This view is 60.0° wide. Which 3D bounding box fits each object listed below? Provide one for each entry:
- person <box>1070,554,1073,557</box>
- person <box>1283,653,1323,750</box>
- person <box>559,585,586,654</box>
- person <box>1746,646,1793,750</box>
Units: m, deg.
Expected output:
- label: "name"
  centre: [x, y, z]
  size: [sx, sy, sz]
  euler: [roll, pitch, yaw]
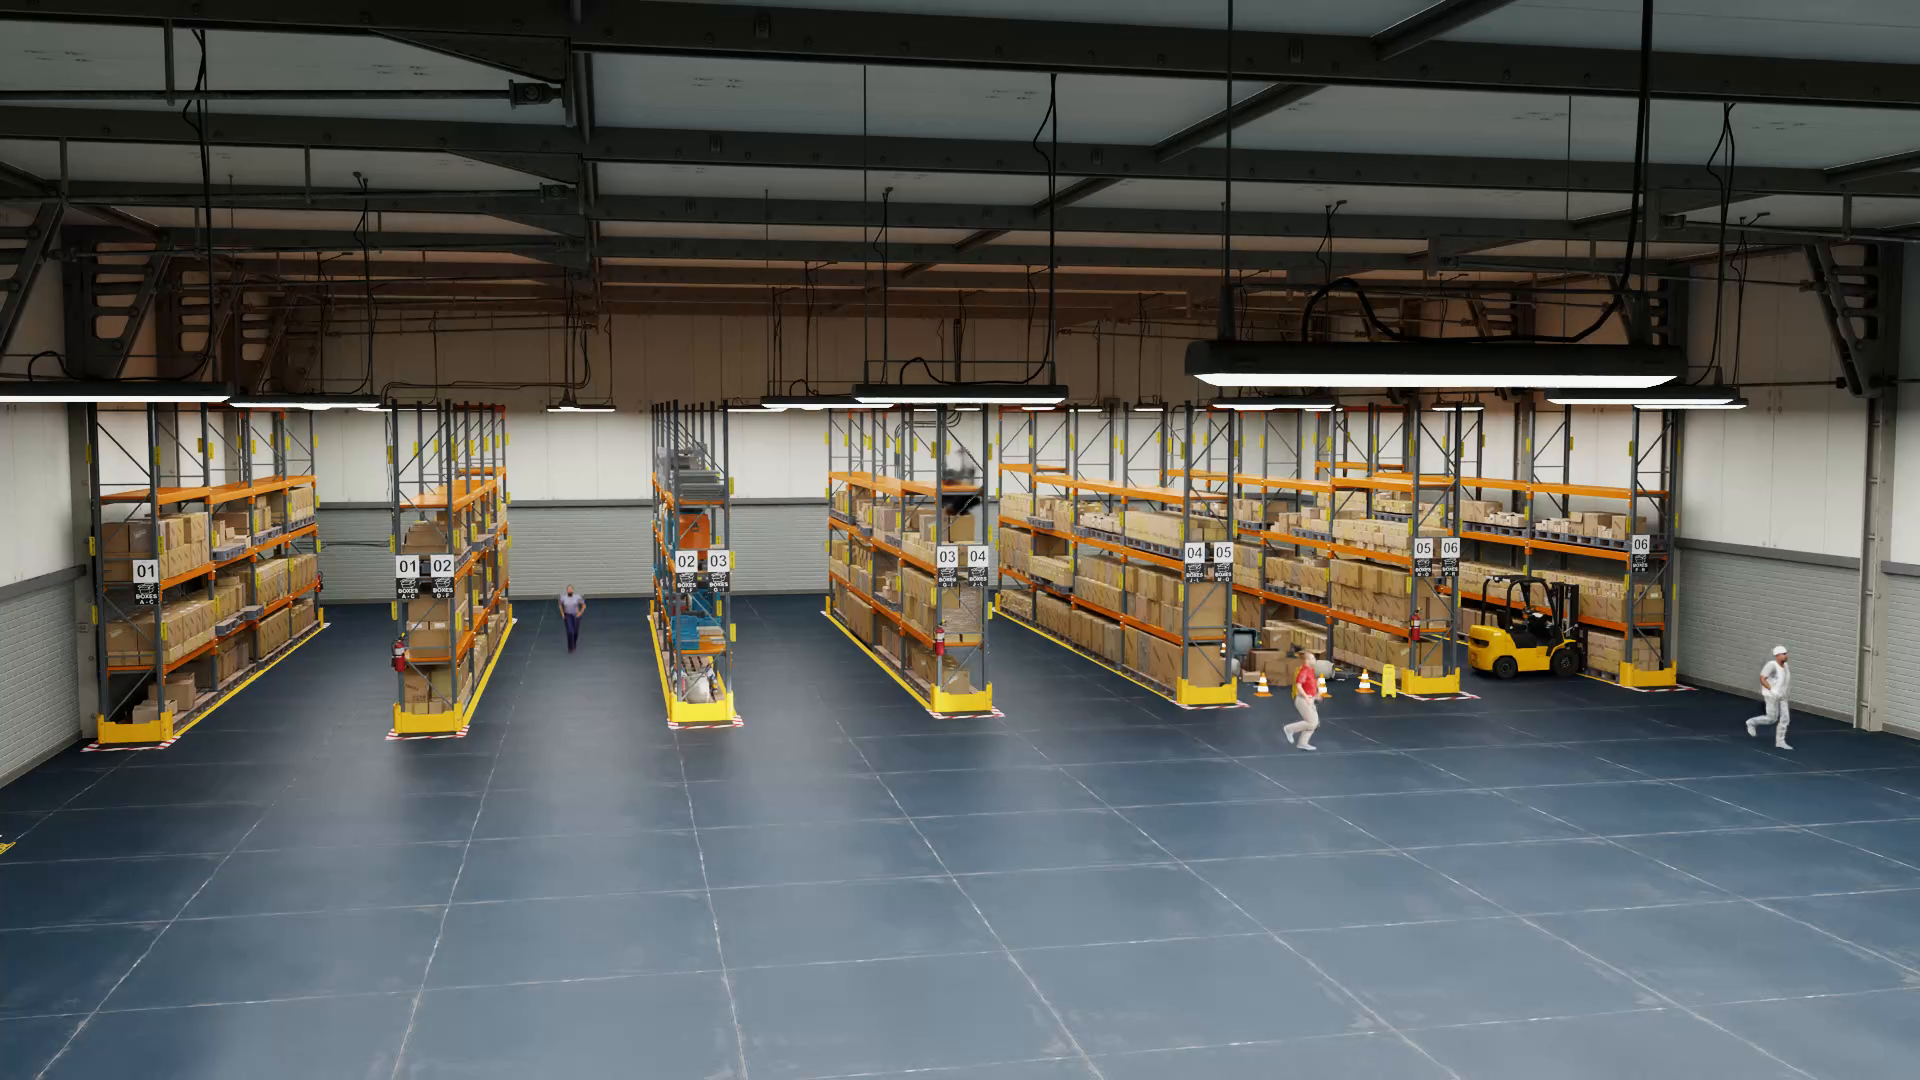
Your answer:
- label: "person"
  centre: [3.229, 1.209, 49.013]
  size: [0.609, 1.647, 0.857]
  euler: [-2, 5, -28]
- label: "person"
  centre: [5.868, 2.756, 28.417]
  size: [0.634, 1.679, 0.648]
  euler: [1, 5, 18]
- label: "person"
  centre: [-9.341, 1.906, 40.093]
  size: [0.625, 1.667, 0.706]
  euler: [-1, 4, -11]
- label: "person"
  centre: [14.027, 2.695, 28.700]
  size: [0.706, 1.762, 0.858]
  euler: [-3, 5, -35]
